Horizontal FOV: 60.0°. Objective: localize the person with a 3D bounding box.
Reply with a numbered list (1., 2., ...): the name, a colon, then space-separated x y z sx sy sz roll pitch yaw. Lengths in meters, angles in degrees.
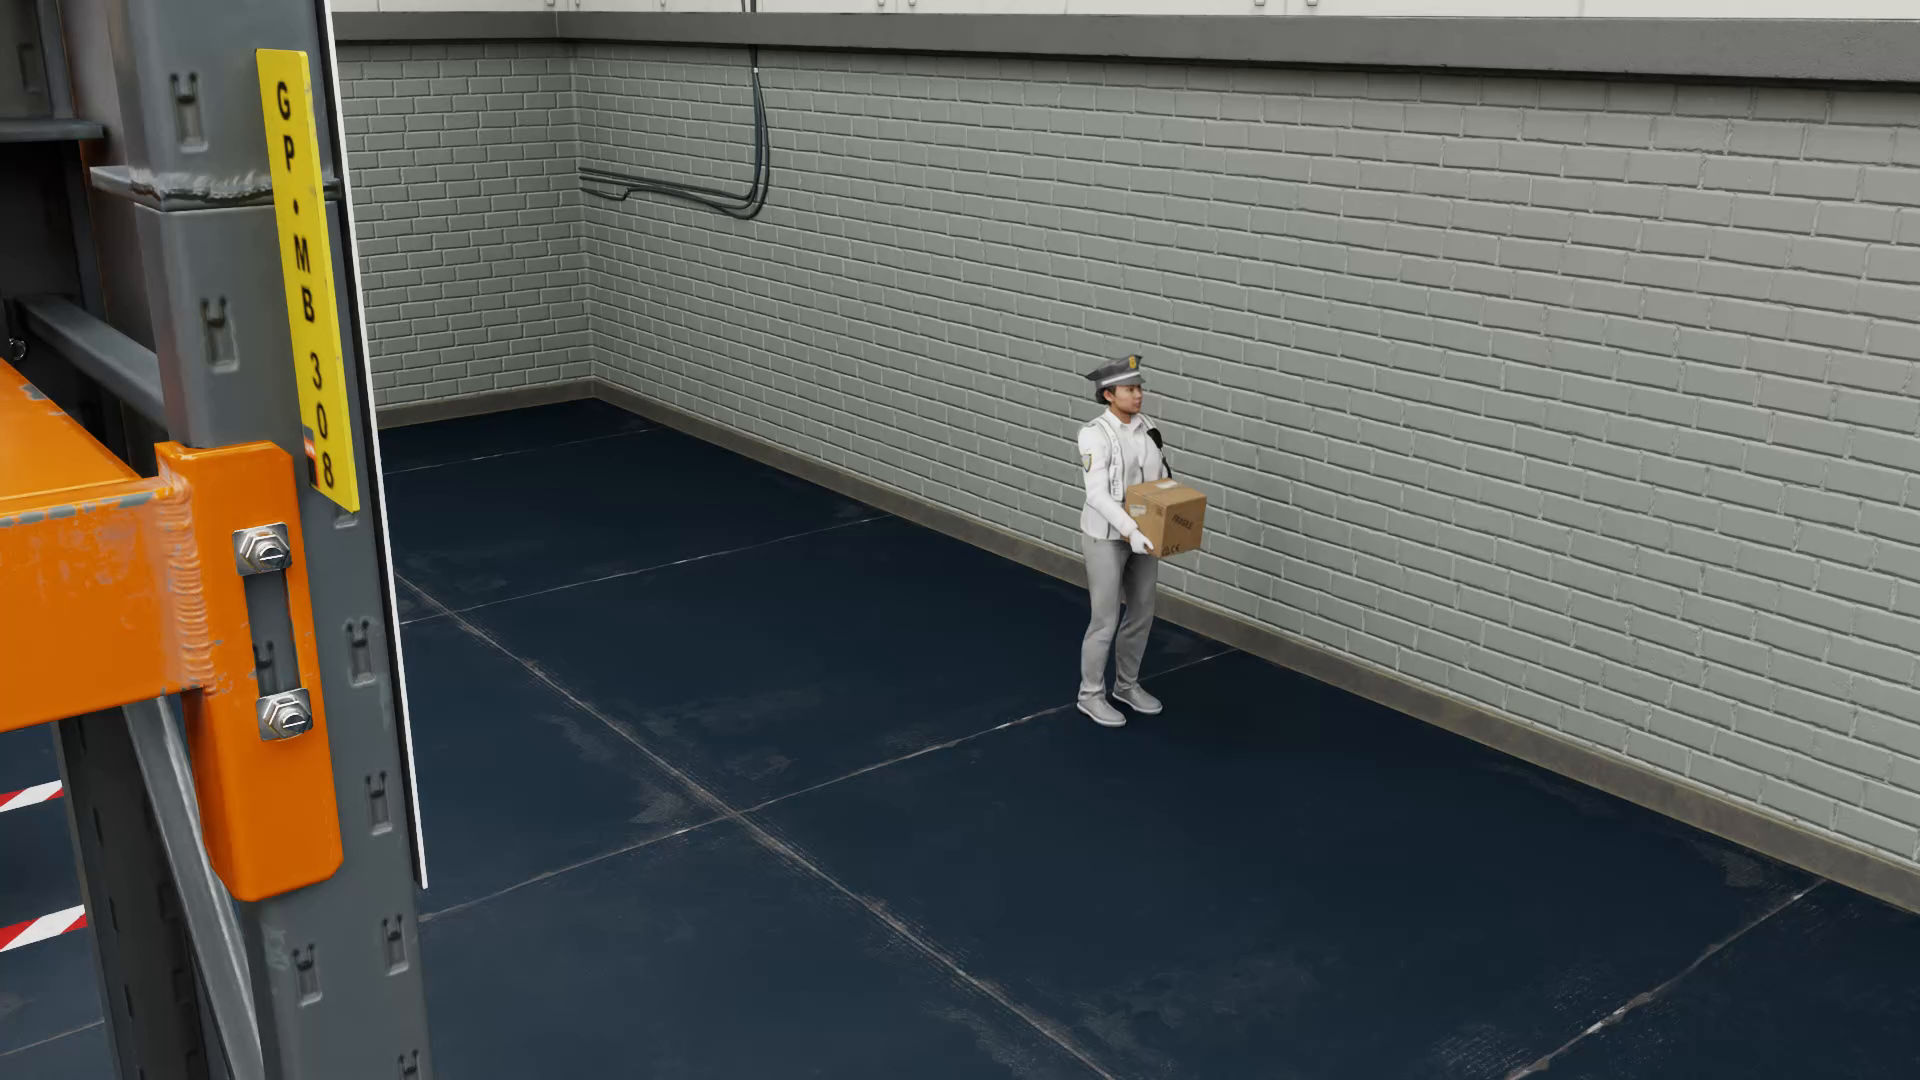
1. person: 0.773 0.010 7.484 0.459 1.686 0.562 -13 22 -35
